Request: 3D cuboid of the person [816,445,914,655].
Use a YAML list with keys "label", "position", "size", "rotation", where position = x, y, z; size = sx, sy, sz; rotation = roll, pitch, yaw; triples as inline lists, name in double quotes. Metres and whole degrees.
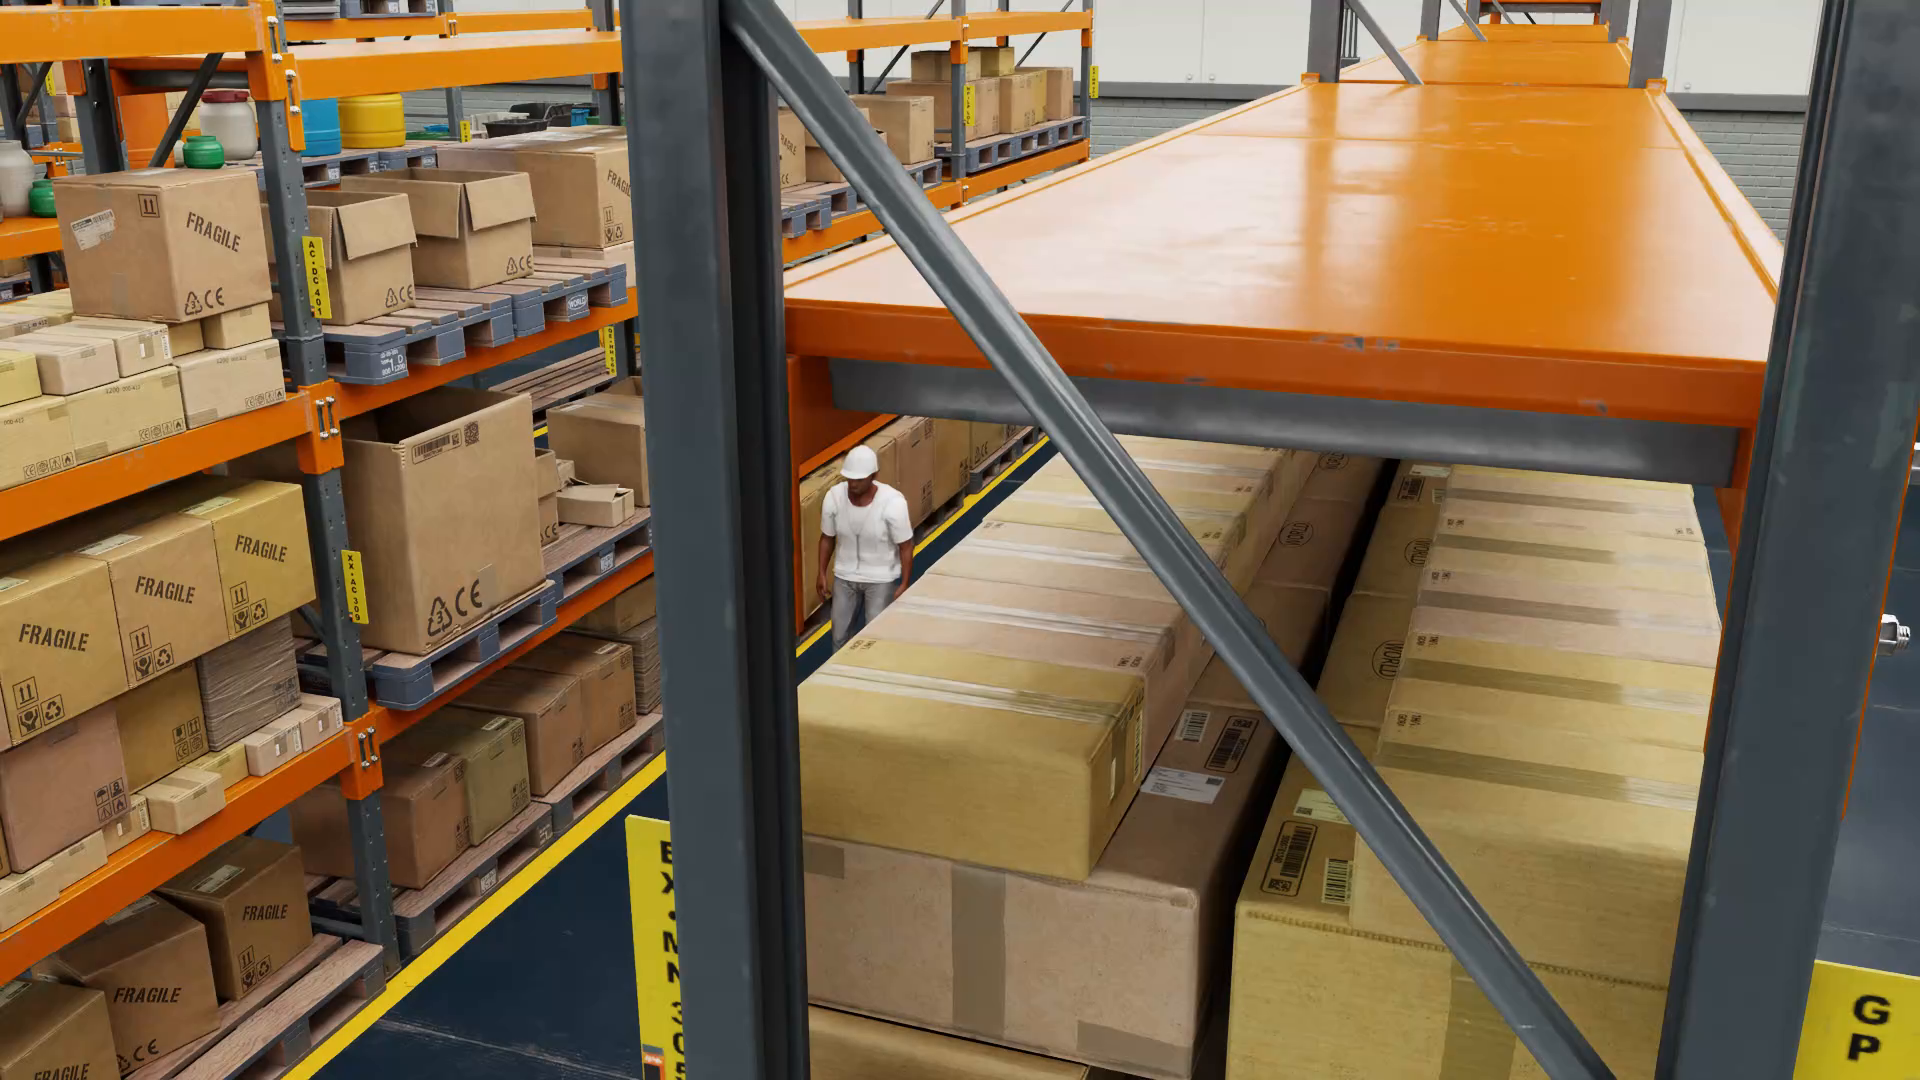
- label: "person"
  position: [-0.599, 0.252, 10.283]
  size: [0.626, 1.759, 0.463]
  rotation: [6, 20, 19]
